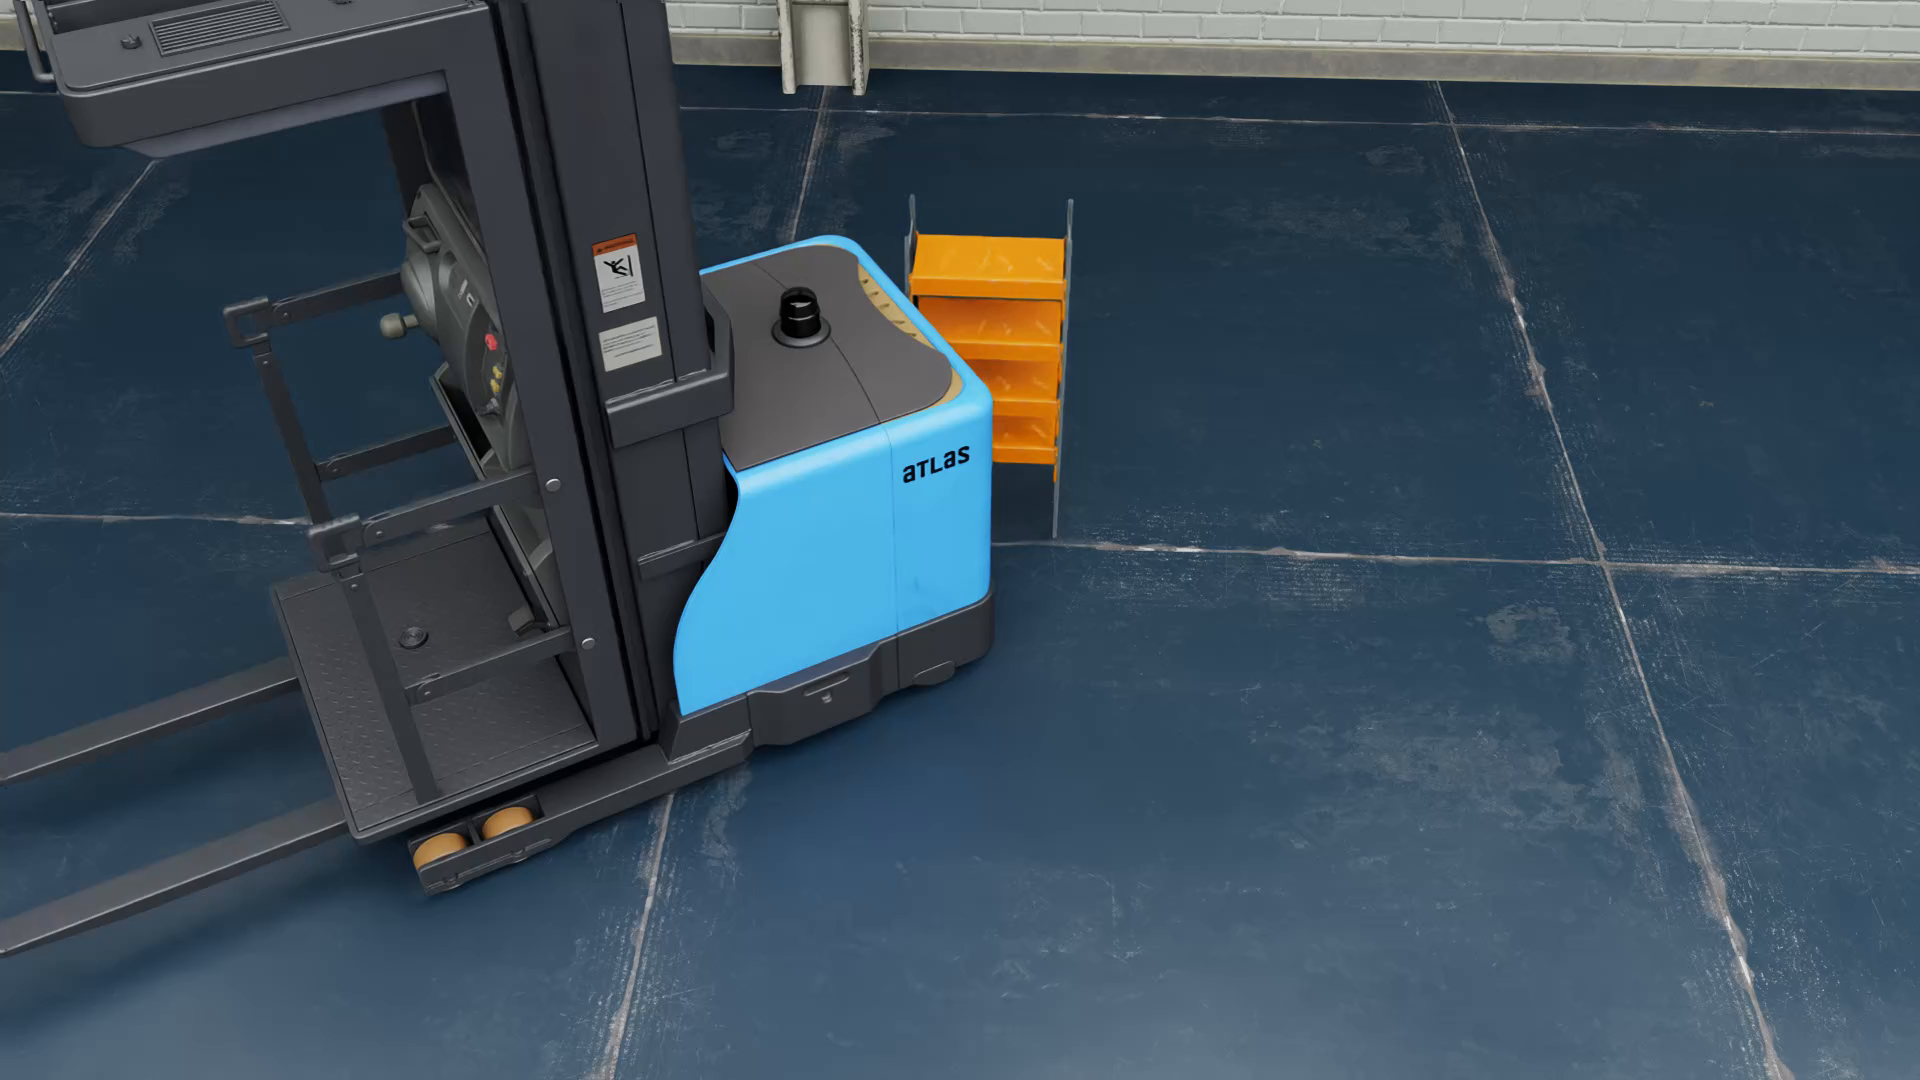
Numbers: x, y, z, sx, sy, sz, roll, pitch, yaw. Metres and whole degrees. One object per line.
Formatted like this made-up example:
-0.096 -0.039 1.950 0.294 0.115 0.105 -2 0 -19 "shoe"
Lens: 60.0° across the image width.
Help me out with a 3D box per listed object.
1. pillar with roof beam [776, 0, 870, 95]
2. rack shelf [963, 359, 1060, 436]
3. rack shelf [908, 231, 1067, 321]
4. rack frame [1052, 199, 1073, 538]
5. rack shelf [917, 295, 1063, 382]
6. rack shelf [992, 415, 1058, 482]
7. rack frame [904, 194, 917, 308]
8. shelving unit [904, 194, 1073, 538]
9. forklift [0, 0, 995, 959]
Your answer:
-0.849 -2.631 1.972 0.400 9.000 9.100 2 43 2 "pillar with roof beam"
0.090 -0.487 5.492 0.480 0.148 0.258 2 43 2 "rack shelf"
0.090 -0.824 5.178 0.480 0.148 0.258 2 43 2 "rack shelf"
0.334 -0.527 5.435 0.015 1.200 0.240 2 43 2 "rack frame"
0.090 -0.651 5.339 0.480 0.148 0.258 2 43 2 "rack shelf"
0.090 -0.342 5.627 0.480 0.148 0.258 2 43 2 "rack shelf"
-0.154 -0.546 5.456 0.015 1.200 0.240 2 43 2 "rack frame"
0.090 -0.537 5.446 0.503 1.200 0.258 2 43 2 "shelving unit"
-1.436 -0.500 4.136 3.031 2.935 1.130 -20 47 -20 "forklift"
